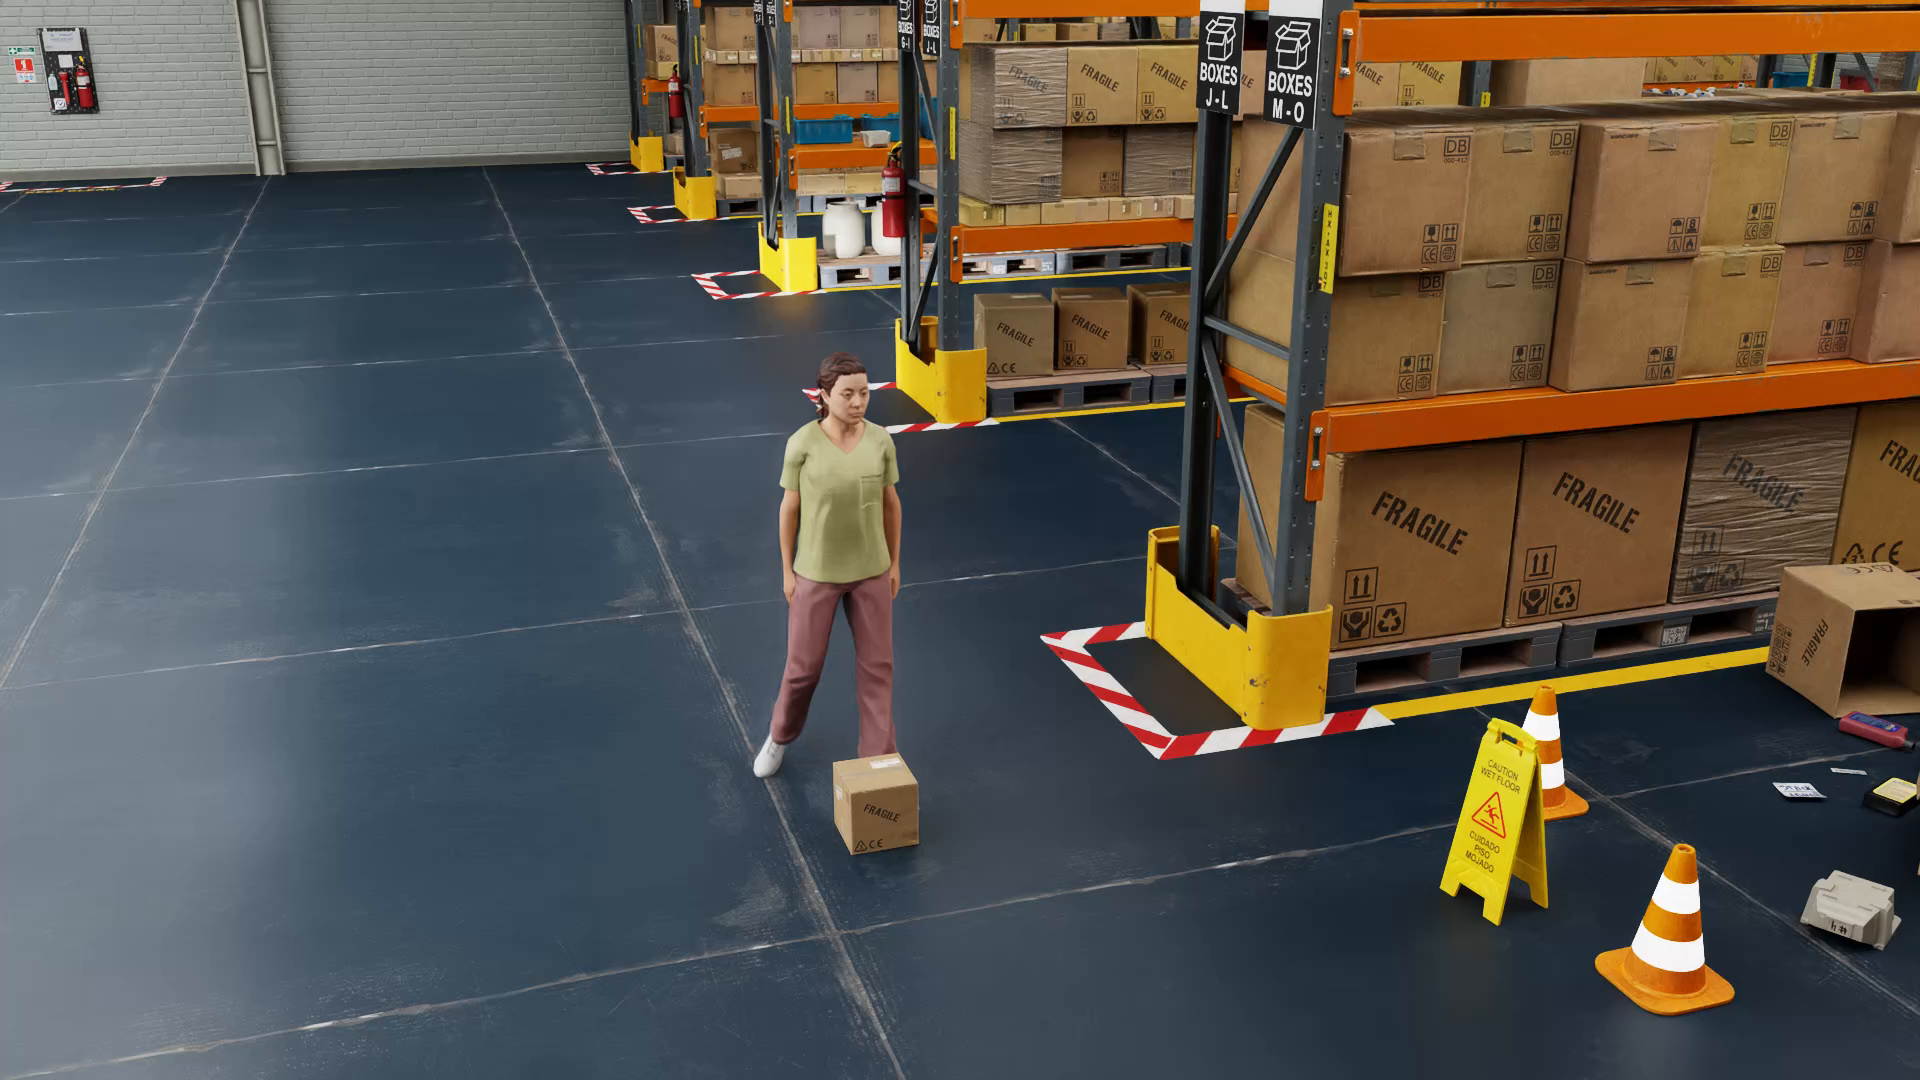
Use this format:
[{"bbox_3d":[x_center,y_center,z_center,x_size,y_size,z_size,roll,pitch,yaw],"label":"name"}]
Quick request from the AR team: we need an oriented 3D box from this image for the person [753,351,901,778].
[{"bbox_3d":[-0.489,0.138,6.192,0.585,1.696,0.584,-6,20,-17],"label":"person"}]
